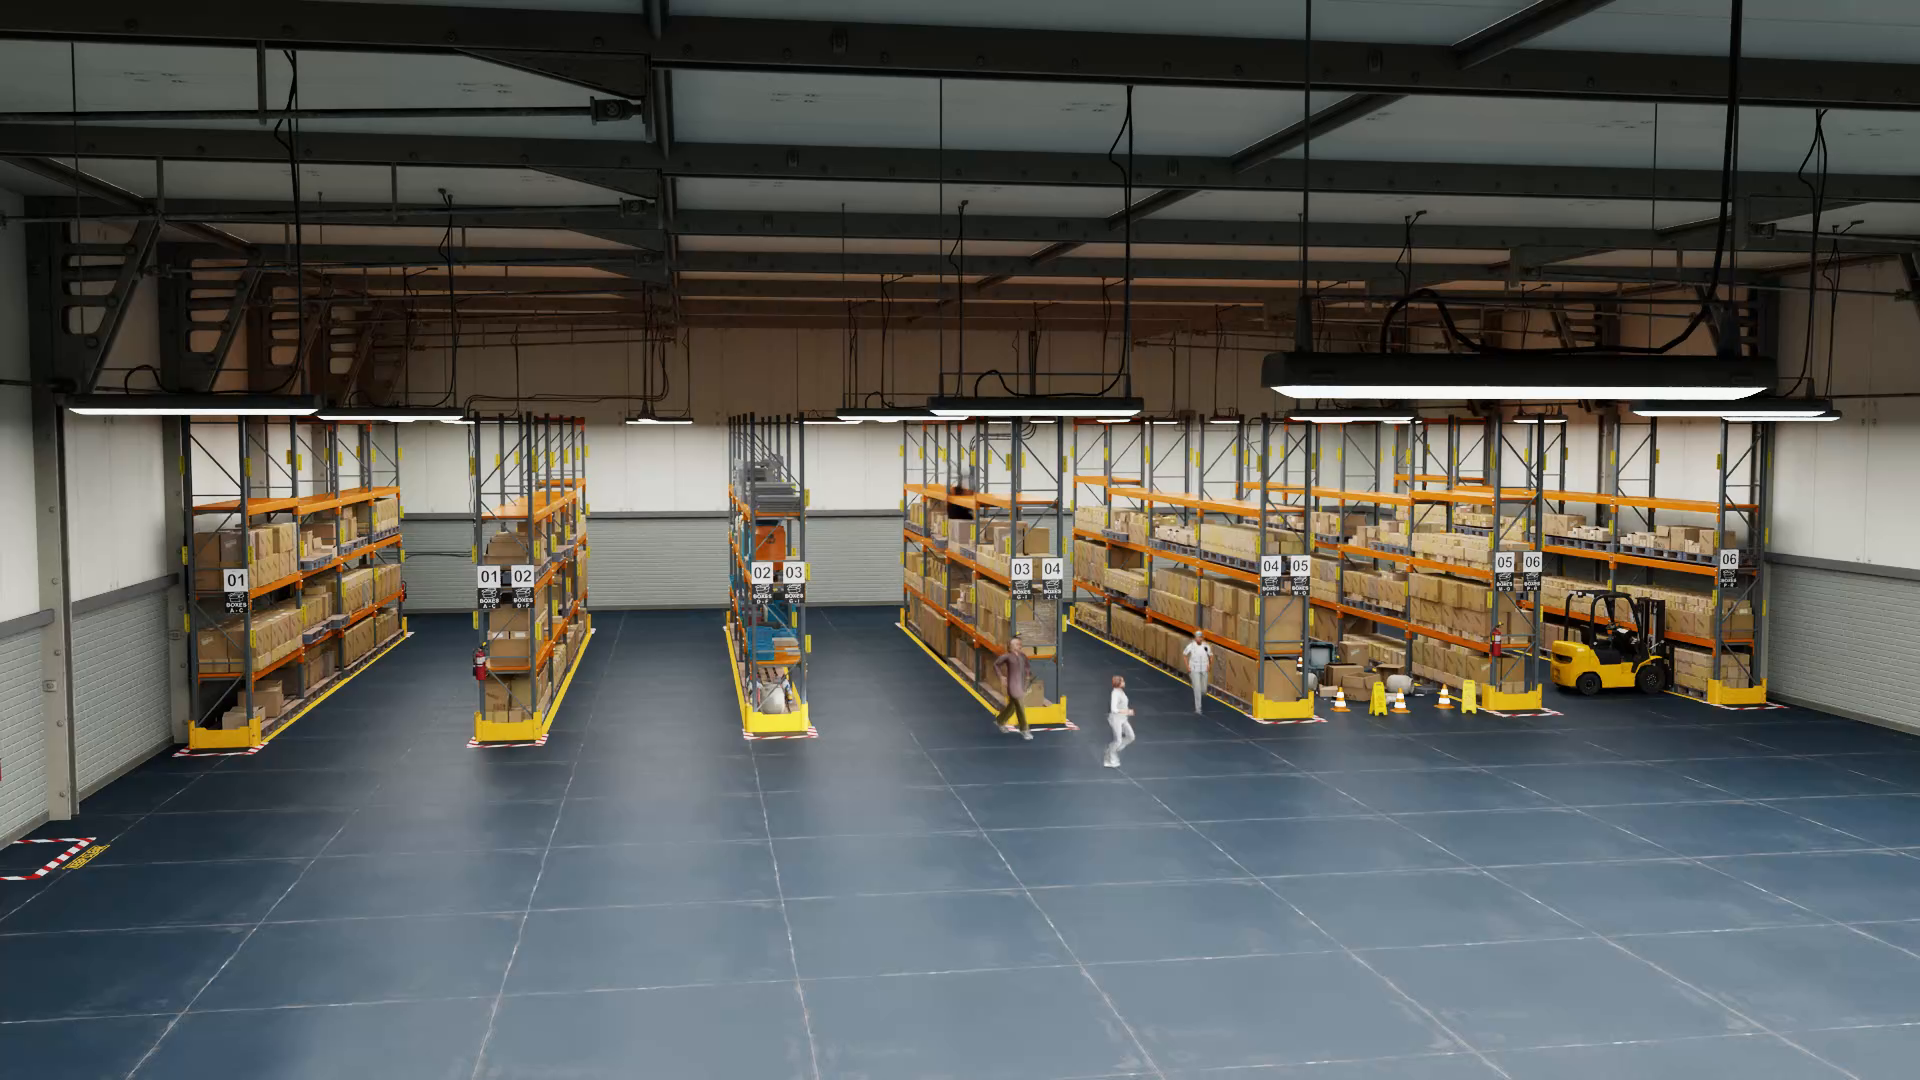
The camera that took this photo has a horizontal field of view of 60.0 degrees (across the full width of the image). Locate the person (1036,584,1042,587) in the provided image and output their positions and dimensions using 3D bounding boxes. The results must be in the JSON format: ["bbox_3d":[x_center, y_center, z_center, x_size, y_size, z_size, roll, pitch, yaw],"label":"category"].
[{"bbox_3d":[2.290,1.705,46.396,0.694,1.741,0.655,0,4,1],"label":"person"}]

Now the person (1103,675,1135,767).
[{"bbox_3d":[2.685,3.034,27.869,0.586,1.558,0.508,2,4,22],"label":"person"}]

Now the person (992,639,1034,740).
[{"bbox_3d":[1.050,2.734,30.776,0.991,1.803,0.760,3,5,37],"label":"person"}]

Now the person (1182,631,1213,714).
[{"bbox_3d":[4.792,2.645,33.520,0.630,1.652,0.729,0,4,-7],"label":"person"}]
